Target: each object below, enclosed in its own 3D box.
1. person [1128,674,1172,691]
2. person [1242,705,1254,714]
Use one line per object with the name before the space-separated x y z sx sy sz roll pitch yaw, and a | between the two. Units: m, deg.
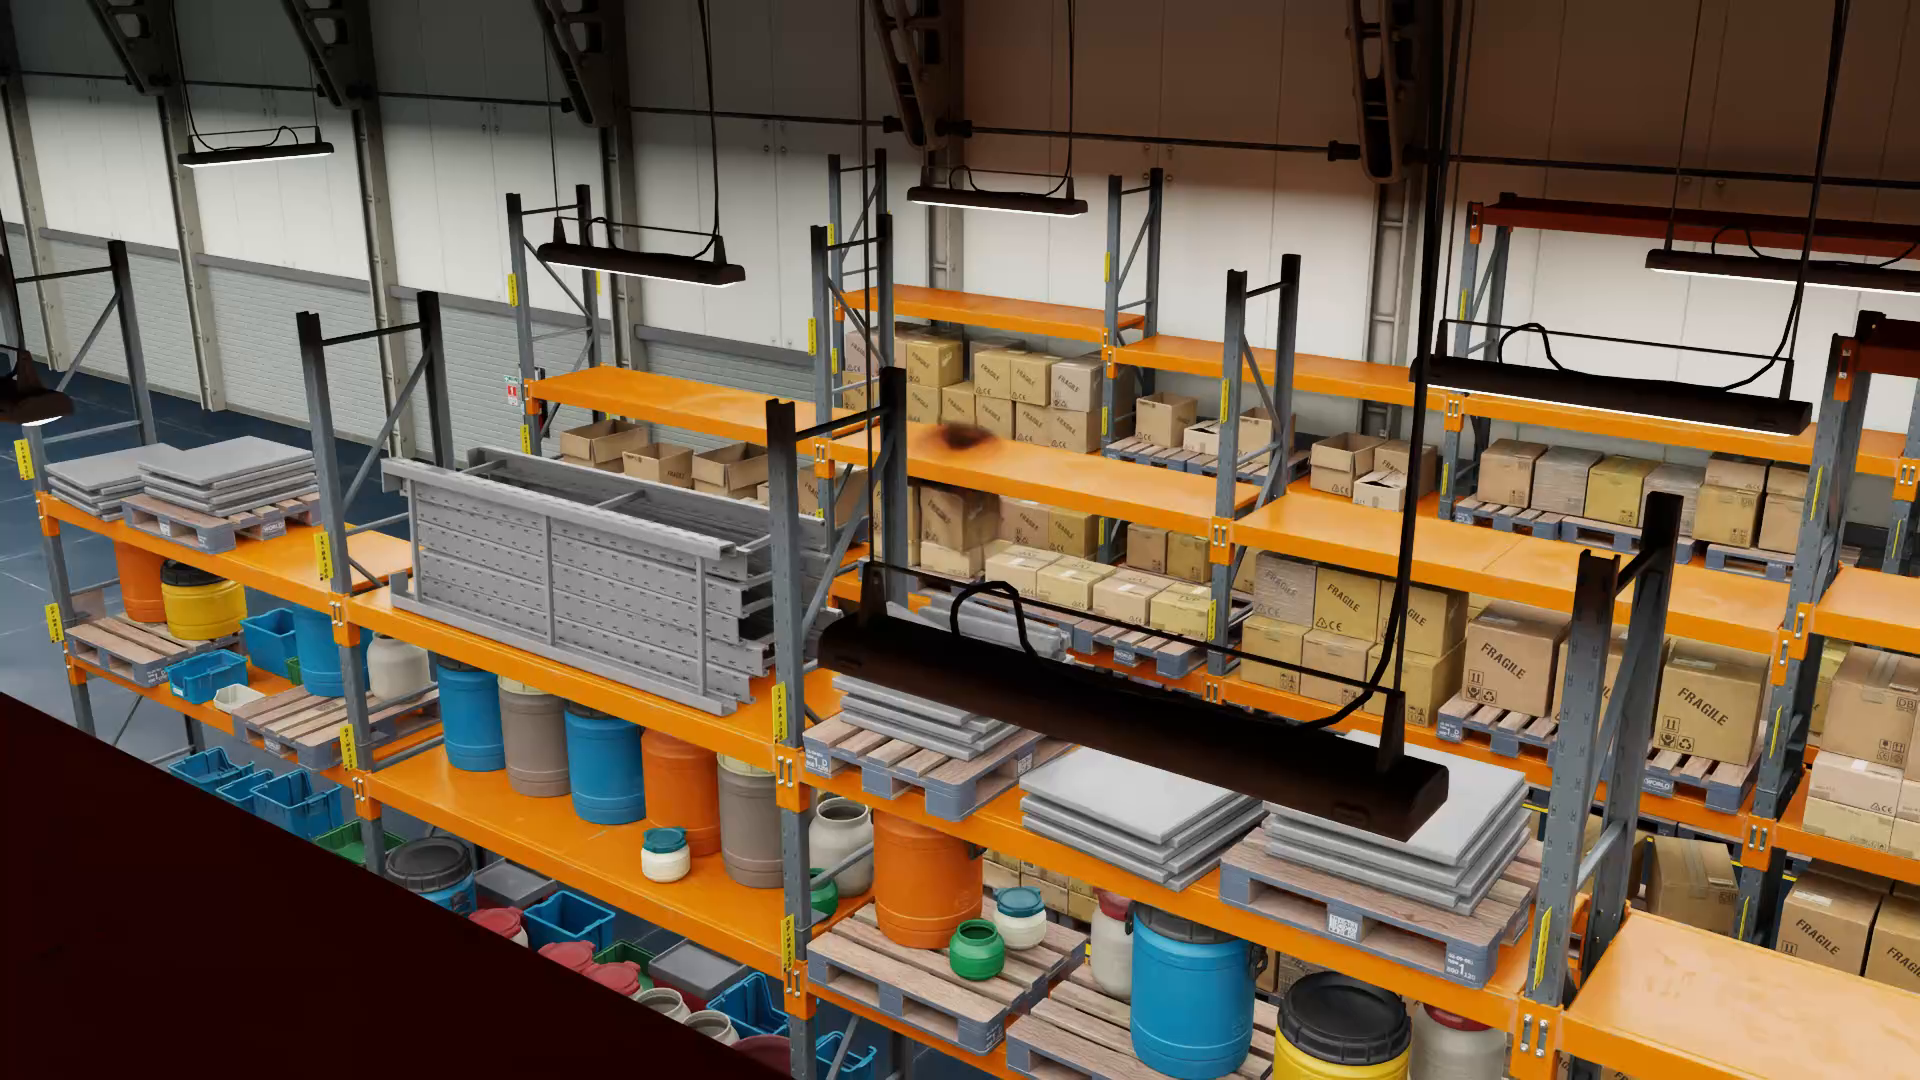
person | 1.977 1.701 17.465 0.552 1.629 0.425 8 20 22
person | 3.073 1.798 17.338 0.909 1.526 0.479 6 19 18
